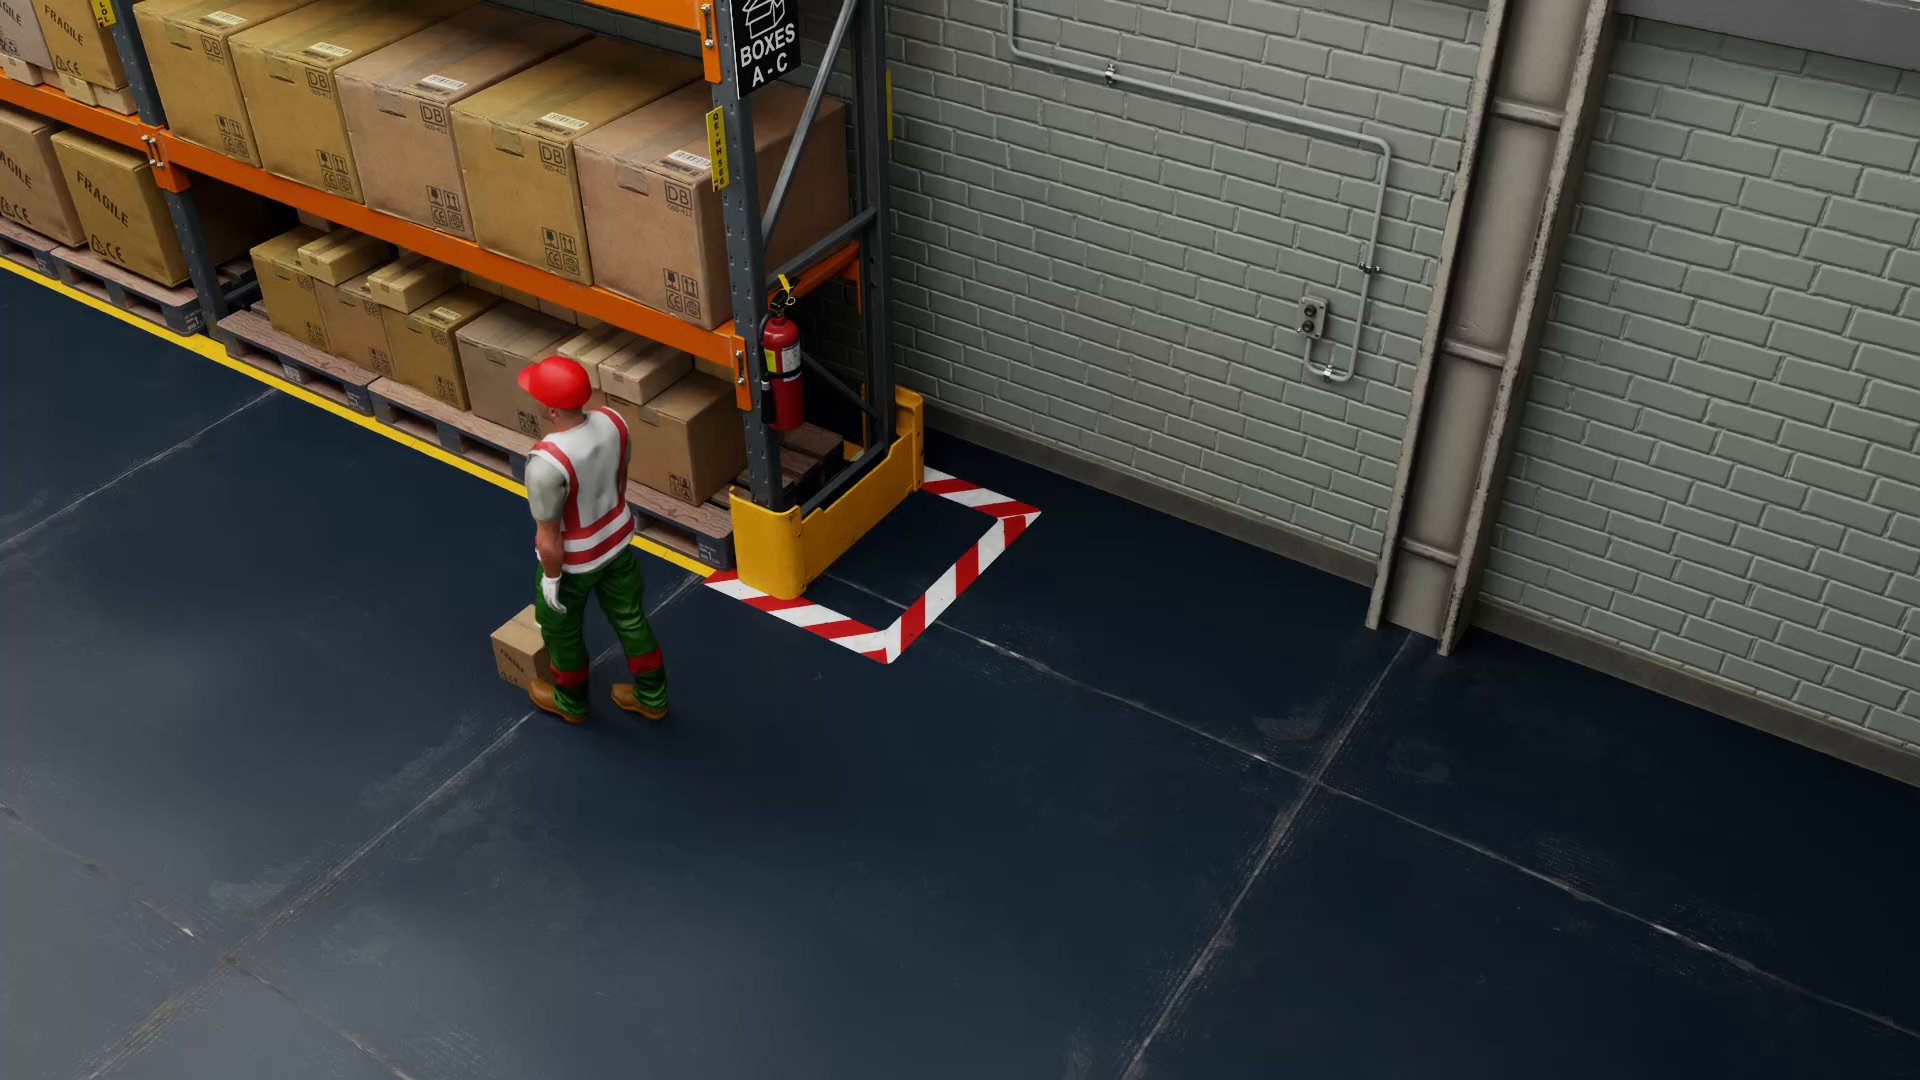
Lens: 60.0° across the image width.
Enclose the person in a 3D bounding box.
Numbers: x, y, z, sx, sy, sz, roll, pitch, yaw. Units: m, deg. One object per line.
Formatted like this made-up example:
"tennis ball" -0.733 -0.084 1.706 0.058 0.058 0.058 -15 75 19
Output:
"person" -1.540 0.017 6.651 0.571 1.797 0.527 23 44 26
